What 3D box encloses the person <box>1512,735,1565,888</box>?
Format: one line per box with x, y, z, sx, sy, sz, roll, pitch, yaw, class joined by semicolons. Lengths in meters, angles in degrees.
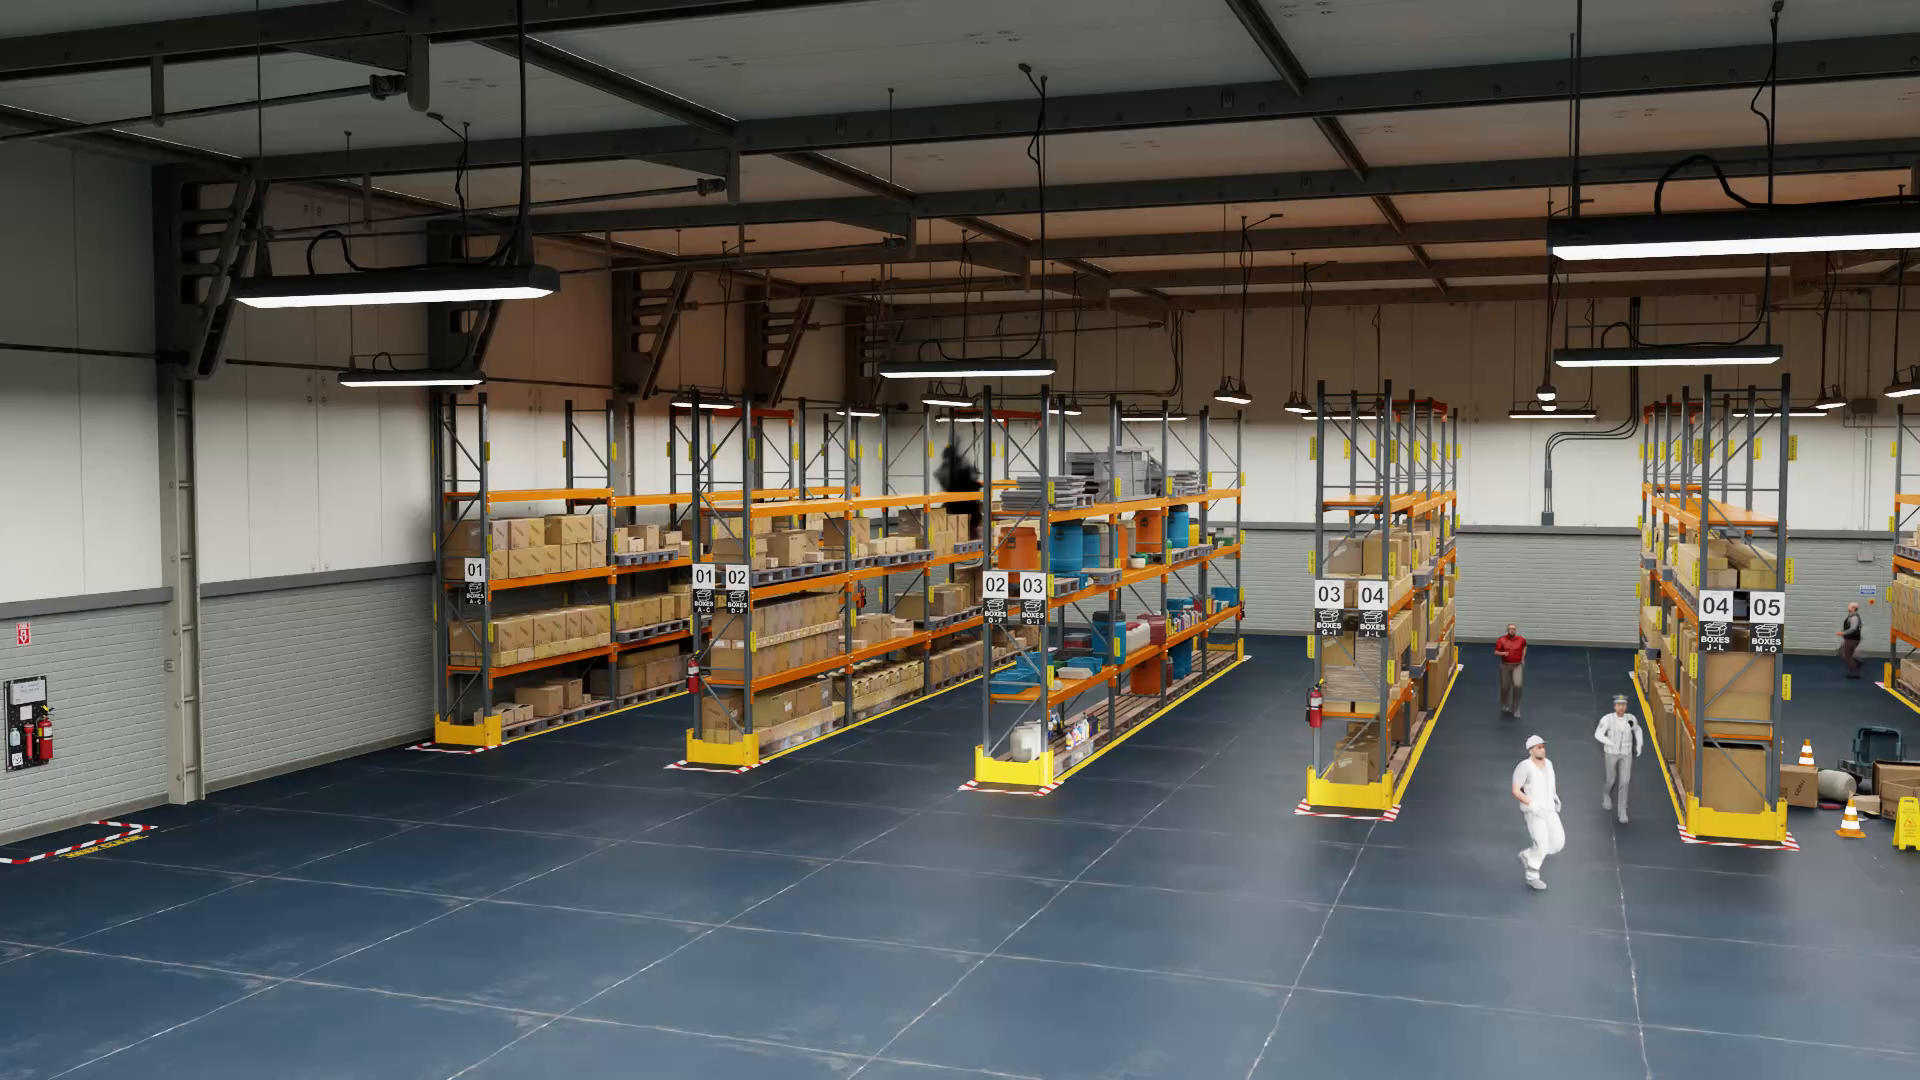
6.646;3.115;19.110;0.661;1.745;0.548;-2;3;-28;person

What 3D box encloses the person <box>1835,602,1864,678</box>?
19.657;2.211;36.725;0.581;1.678;0.661;2;3;28;person

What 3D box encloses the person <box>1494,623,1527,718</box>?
10.446;2.467;31.555;0.603;1.786;0.866;1;3;15;person

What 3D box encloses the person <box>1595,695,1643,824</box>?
9.008;2.948;22.731;0.638;1.715;0.806;1;3;12;person
